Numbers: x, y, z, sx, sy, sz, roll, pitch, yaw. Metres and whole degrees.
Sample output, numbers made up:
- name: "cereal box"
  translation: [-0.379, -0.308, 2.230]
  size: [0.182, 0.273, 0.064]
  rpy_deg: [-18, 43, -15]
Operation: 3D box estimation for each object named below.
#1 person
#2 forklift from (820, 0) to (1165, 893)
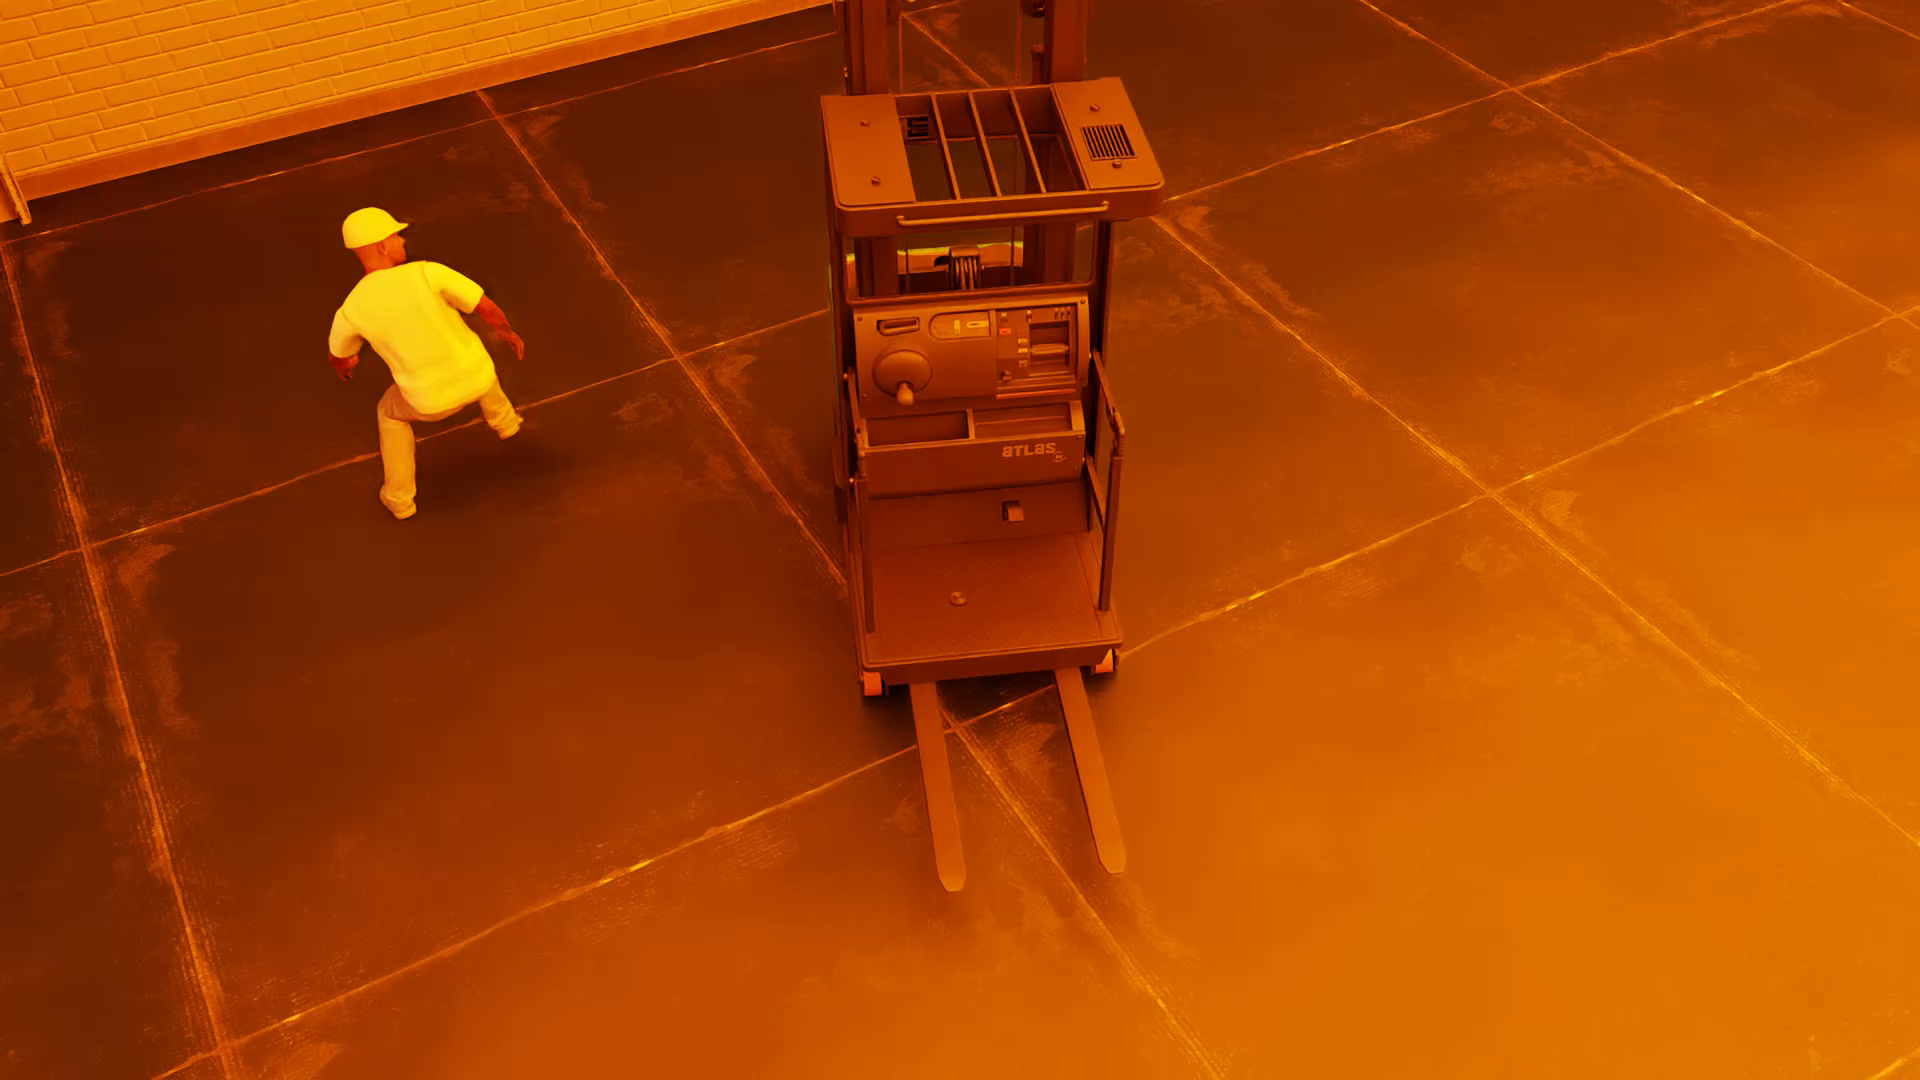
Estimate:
- name: "person"
  translation: [-2.465, -0.856, 7.707]
  size: [0.835, 1.523, 0.683]
  rpy_deg: [-18, 46, -18]
- name: "forklift"
  translation: [0.081, -0.663, 6.413]
  size: [1.130, 2.935, 3.031]
  rpy_deg: [-5, 43, -6]
